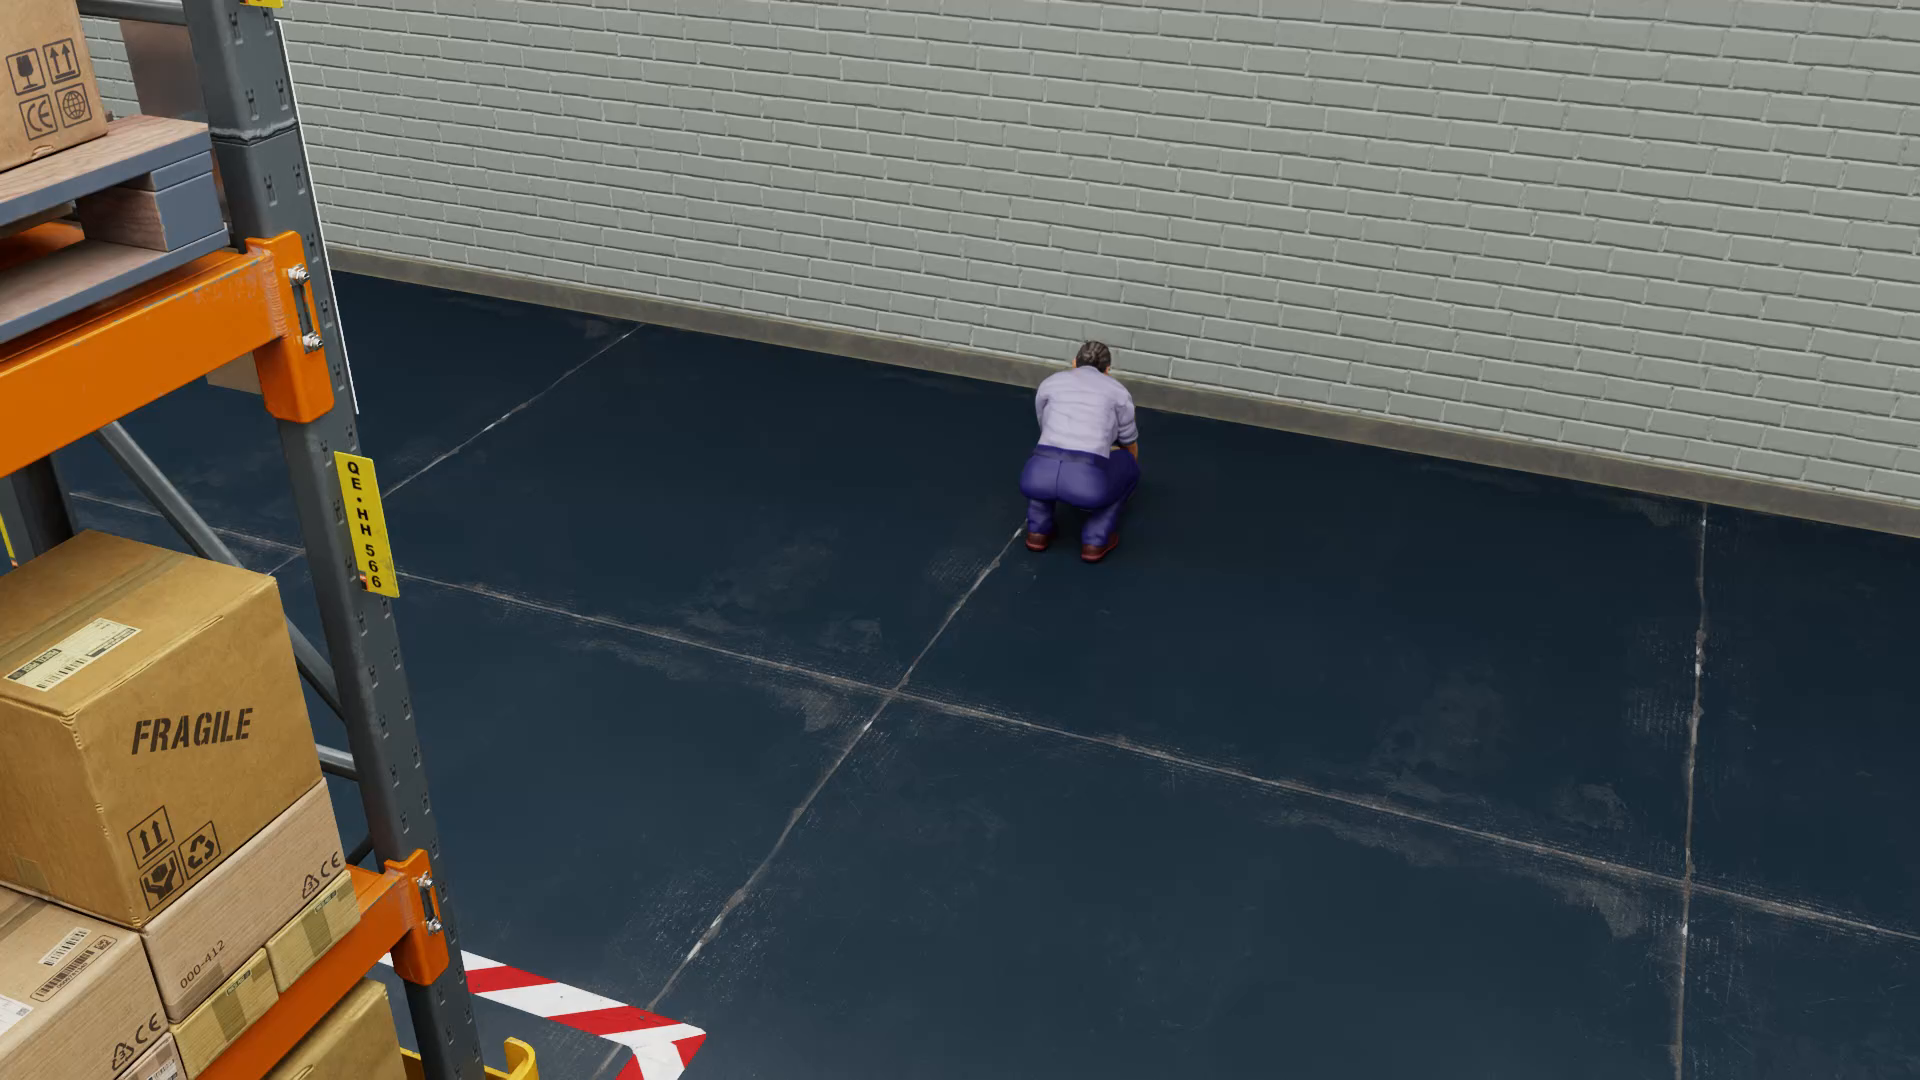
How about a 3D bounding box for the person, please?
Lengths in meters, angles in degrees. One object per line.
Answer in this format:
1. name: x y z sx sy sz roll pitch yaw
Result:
1. person: 0.555 -0.400 7.661 0.523 0.843 0.824 11 32 19
